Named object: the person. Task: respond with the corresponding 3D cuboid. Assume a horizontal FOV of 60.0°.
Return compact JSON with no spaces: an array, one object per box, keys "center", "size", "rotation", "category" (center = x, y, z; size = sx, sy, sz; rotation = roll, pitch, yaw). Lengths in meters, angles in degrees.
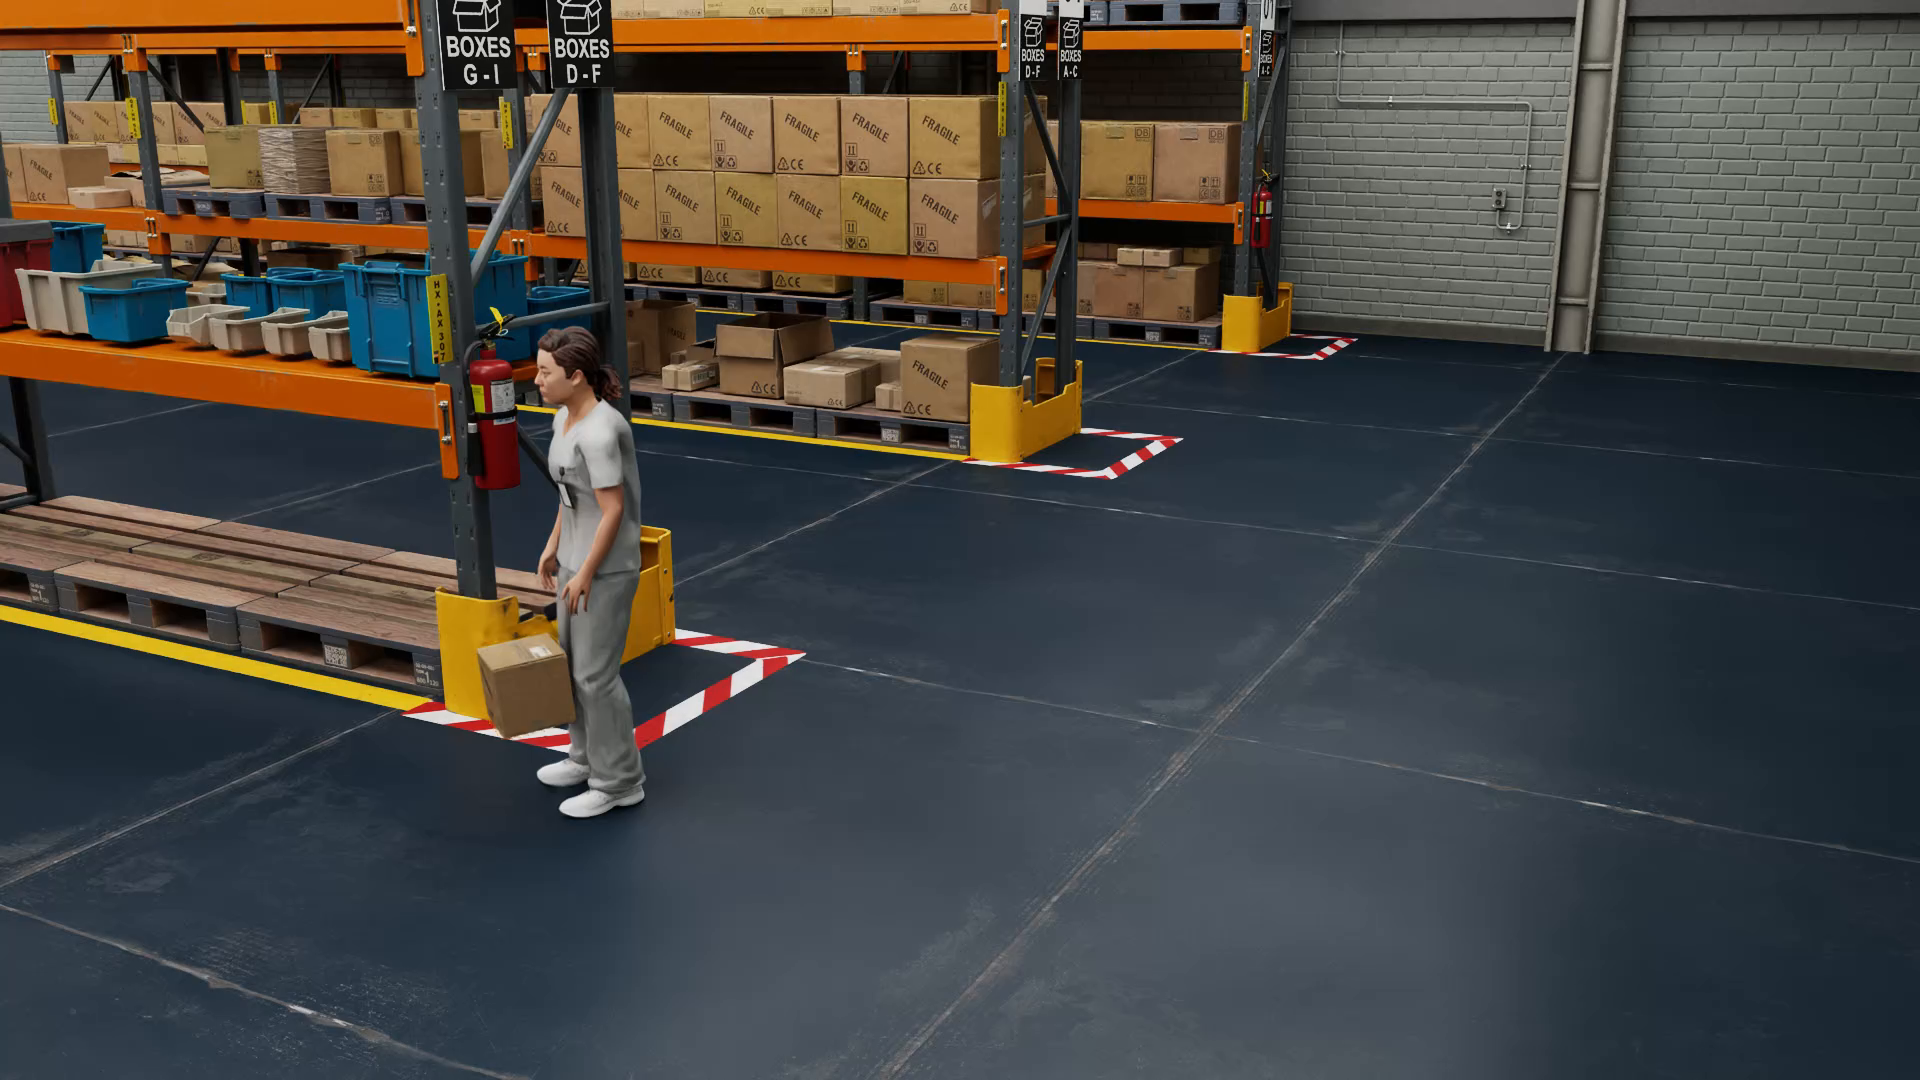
[{"center":[-1.270,0.101,5.671],"size":[0.363,1.675,0.476],"rotation":[-8,18,-27],"category":"person"}]
